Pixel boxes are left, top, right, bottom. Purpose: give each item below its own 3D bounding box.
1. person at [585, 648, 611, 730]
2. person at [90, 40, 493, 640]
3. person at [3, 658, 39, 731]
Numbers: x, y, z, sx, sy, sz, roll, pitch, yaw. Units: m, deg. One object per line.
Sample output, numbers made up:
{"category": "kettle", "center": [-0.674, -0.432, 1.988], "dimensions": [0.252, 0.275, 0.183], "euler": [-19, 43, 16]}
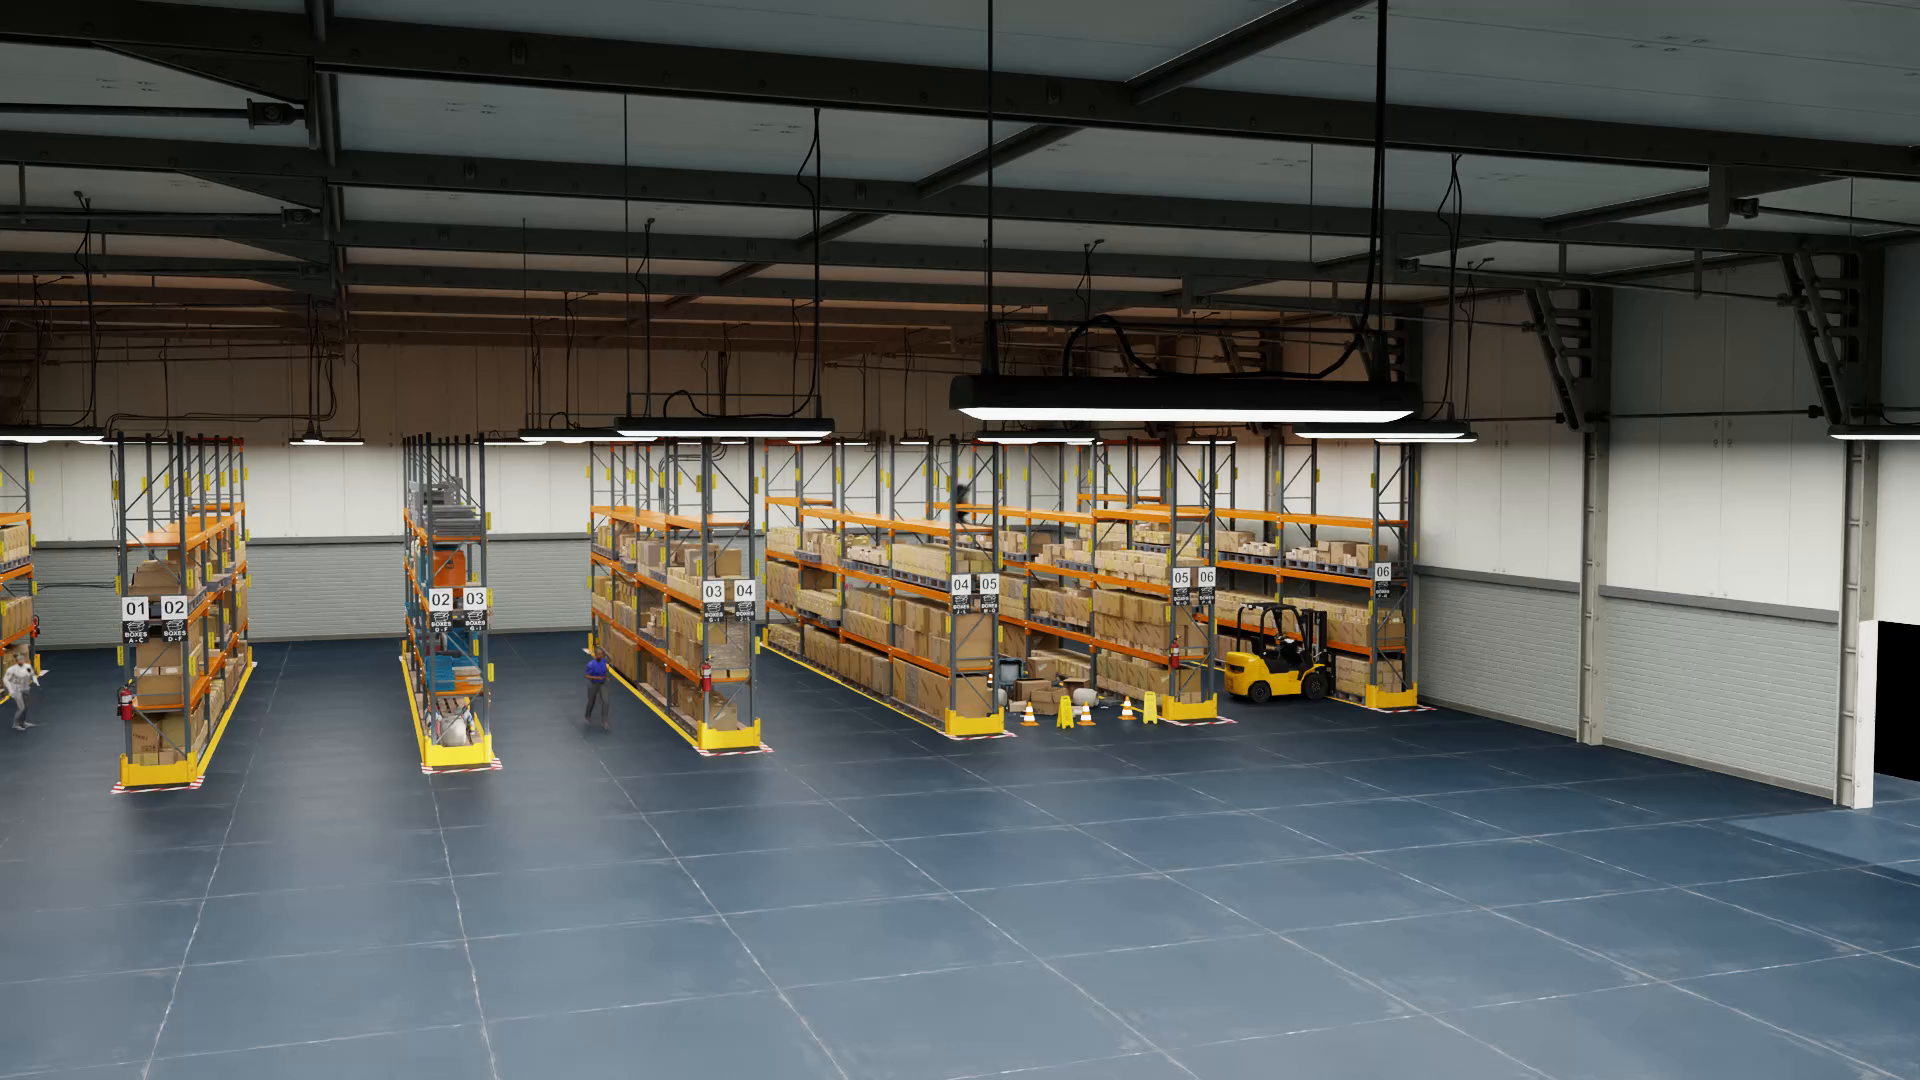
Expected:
{"category": "person", "center": [-7.433, 3.021, 34.035], "dimensions": [0.588, 1.645, 0.963], "euler": [-2, 4, -35]}
{"category": "person", "center": [-10.016, -0.341, 27.986], "dimensions": [17.016, 8.975, 36.790], "euler": [1, 3, 13]}
{"category": "person", "center": [-19.026, 3.087, 33.772], "dimensions": [0.756, 1.583, 0.637], "euler": [1, 3, 22]}
